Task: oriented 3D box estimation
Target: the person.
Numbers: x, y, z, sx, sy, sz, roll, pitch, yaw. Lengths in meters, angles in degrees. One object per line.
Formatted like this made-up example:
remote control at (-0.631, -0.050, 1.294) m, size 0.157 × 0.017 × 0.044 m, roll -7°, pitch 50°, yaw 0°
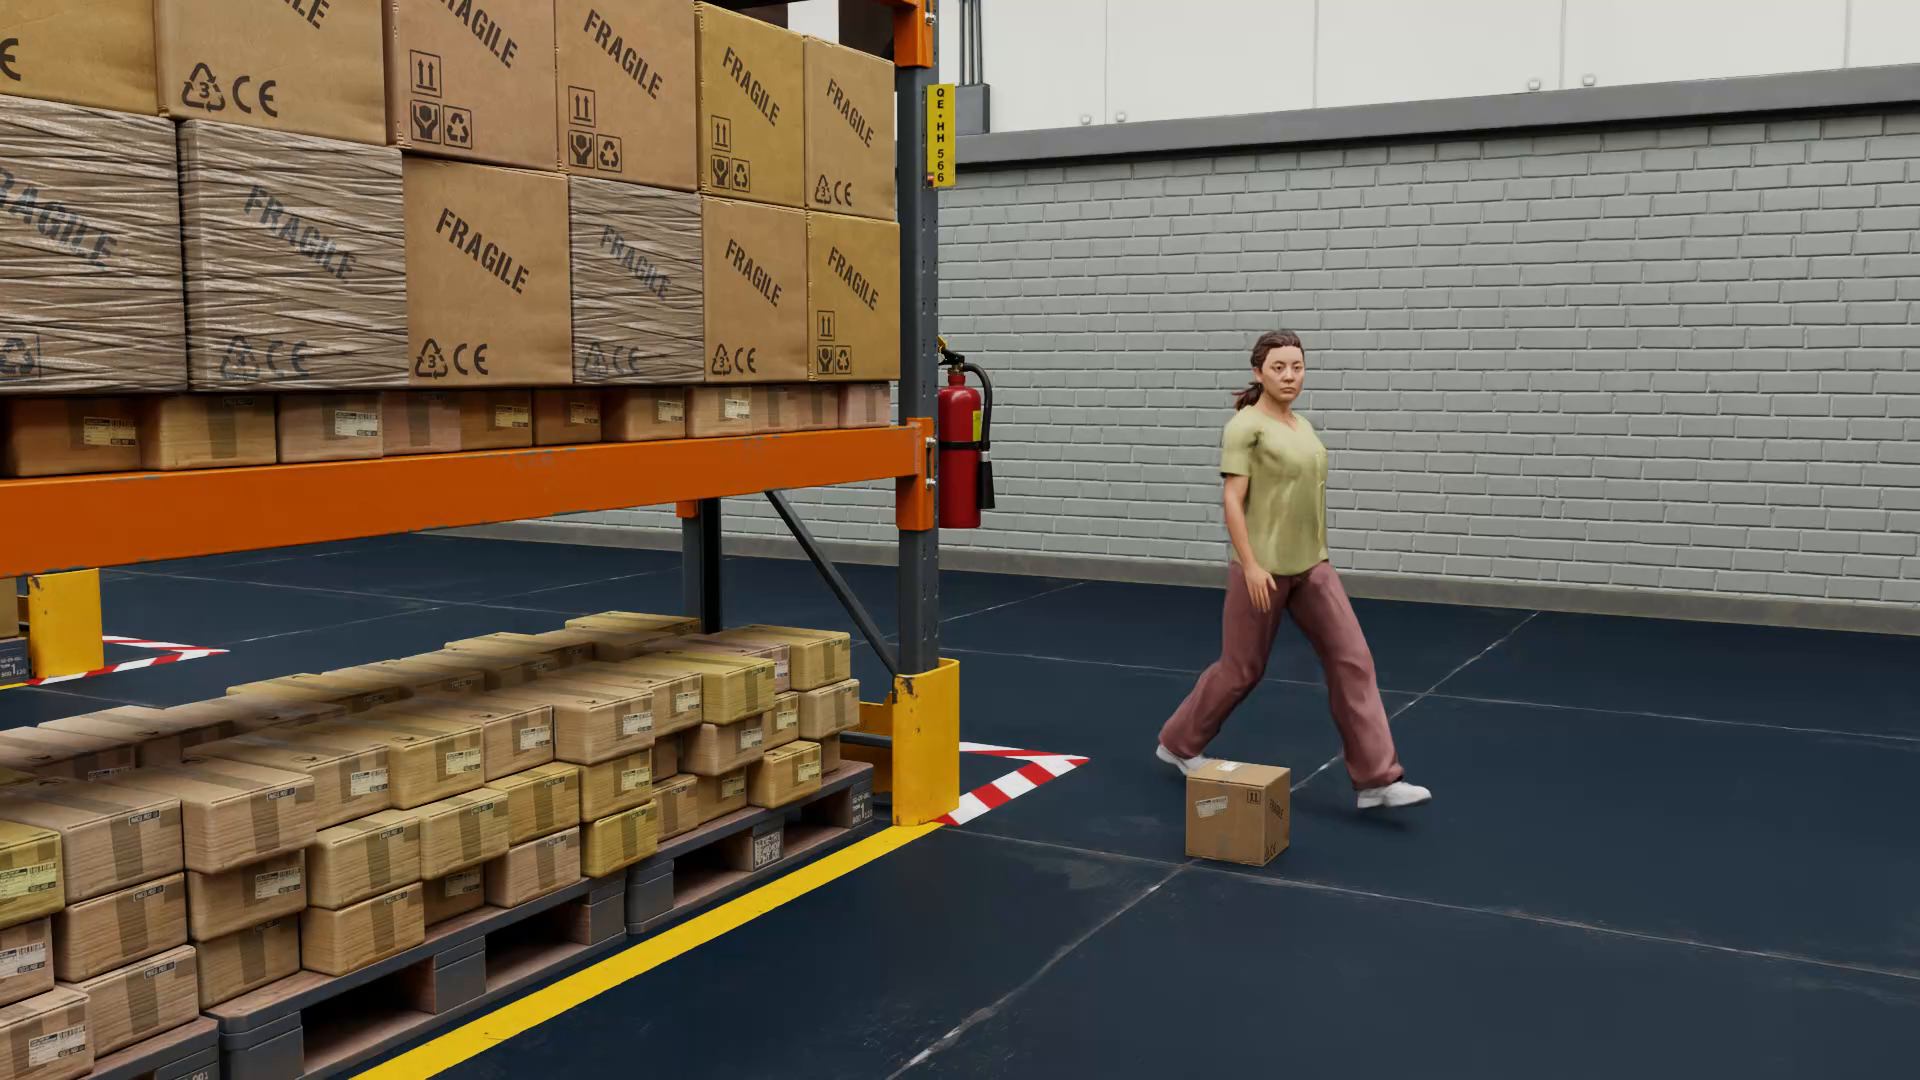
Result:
person at (1.130, 0.090, 5.648) m, size 0.464 × 1.607 × 1.038 m, roll -4°, pitch 7°, yaw -35°
